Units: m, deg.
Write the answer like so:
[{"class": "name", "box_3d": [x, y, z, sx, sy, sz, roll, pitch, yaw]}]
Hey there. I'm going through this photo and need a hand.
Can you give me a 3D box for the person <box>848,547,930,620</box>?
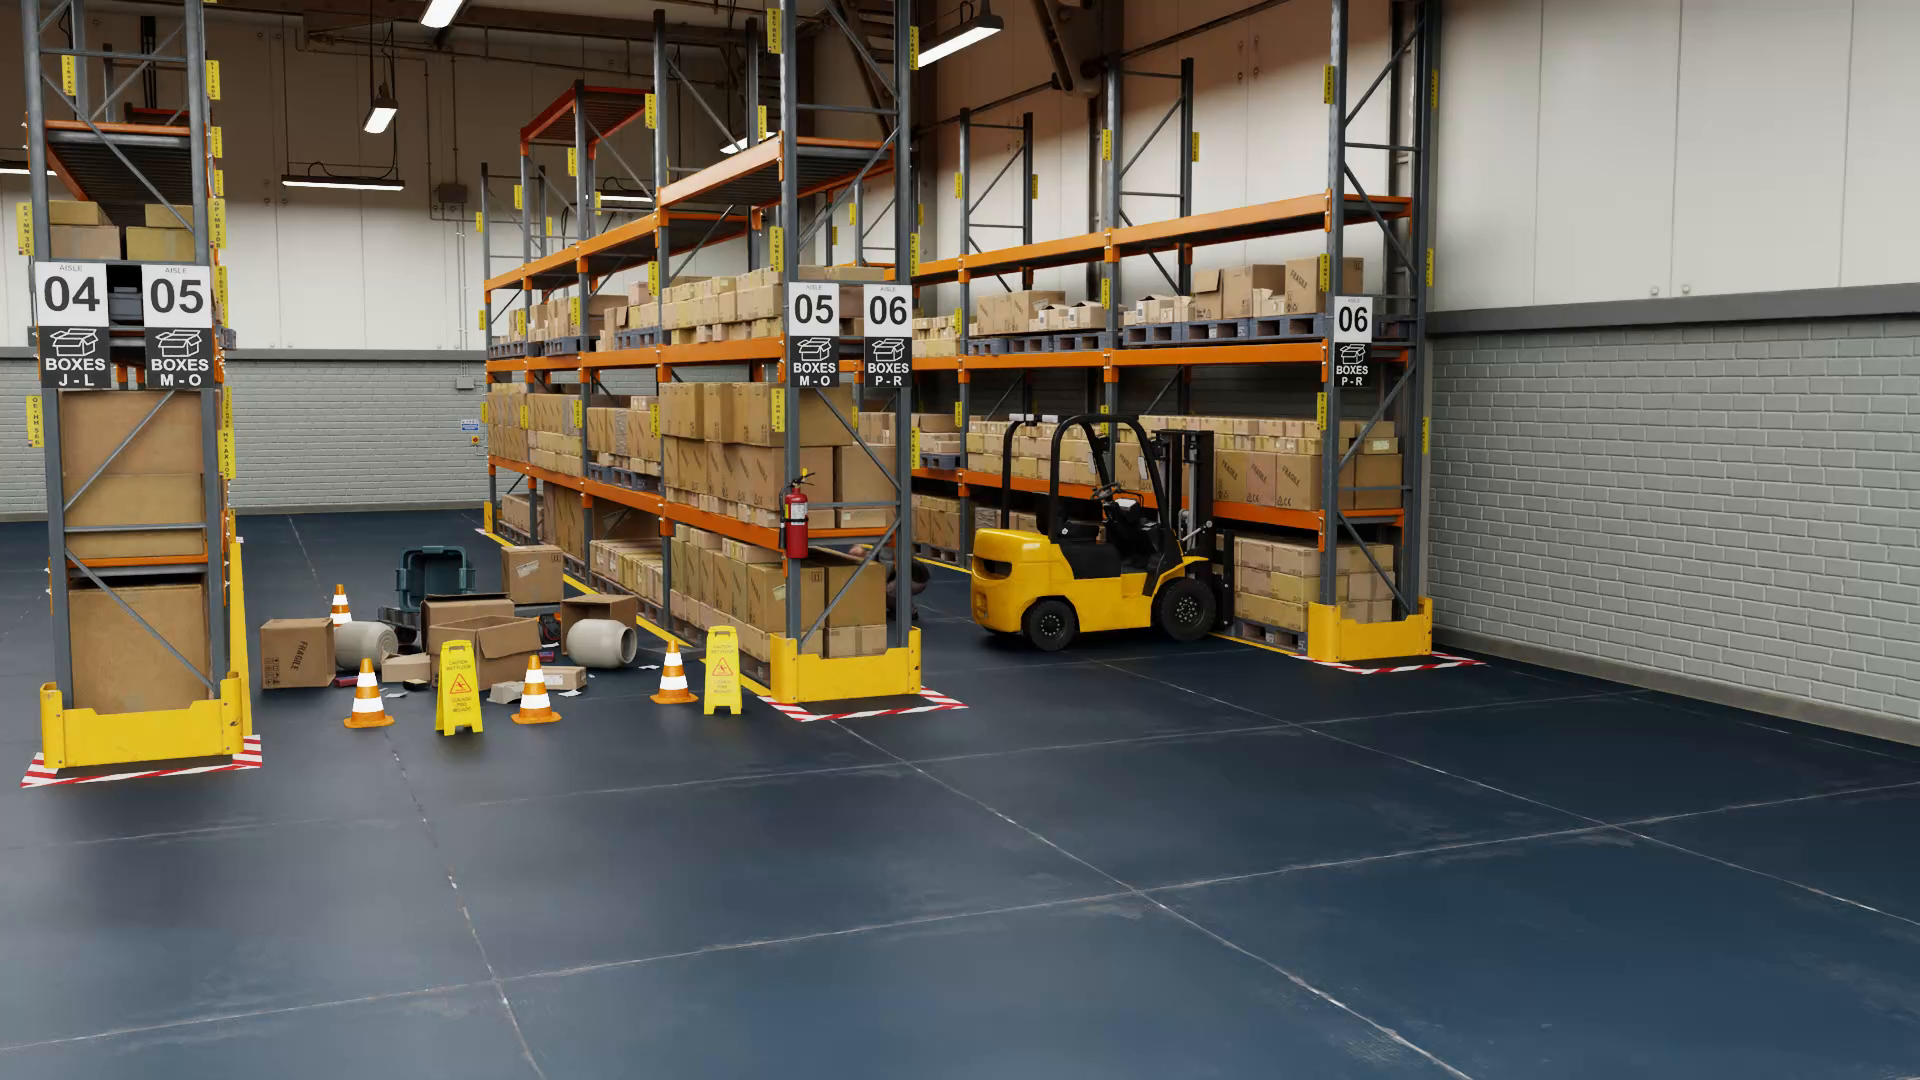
[{"class": "person", "box_3d": [-0.758, 0.469, 17.283, 0.898, 0.826, 0.528, -2, 6, -24]}]
